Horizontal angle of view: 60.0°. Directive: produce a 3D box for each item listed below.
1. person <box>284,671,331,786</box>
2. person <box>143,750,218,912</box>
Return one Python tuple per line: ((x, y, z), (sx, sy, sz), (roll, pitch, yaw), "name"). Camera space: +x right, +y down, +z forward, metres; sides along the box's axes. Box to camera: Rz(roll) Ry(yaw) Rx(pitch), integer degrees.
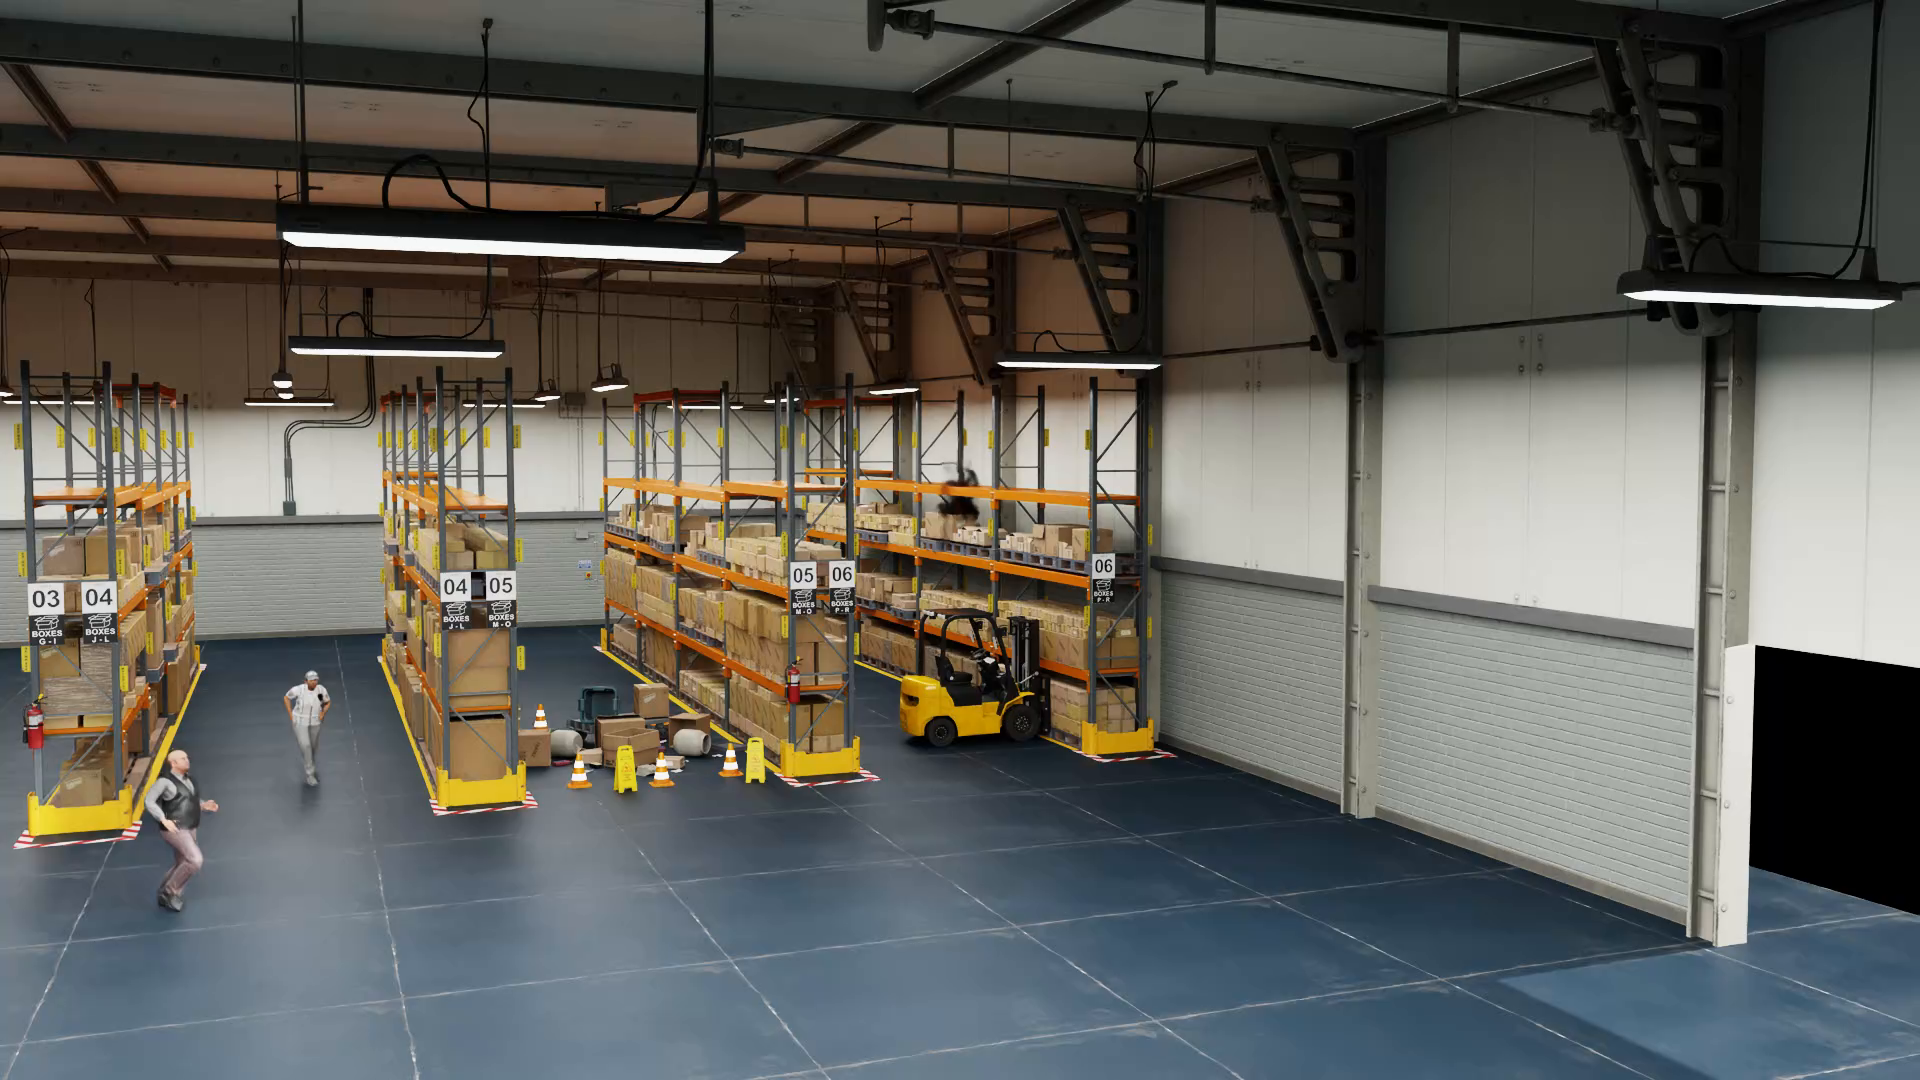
((-9.590, 2.721, 24.464), (0.638, 1.651, 0.964), (-2, 4, -34), "person")
((-8.260, 3.086, 17.680), (0.674, 1.702, 0.634), (0, 3, 5), "person")
